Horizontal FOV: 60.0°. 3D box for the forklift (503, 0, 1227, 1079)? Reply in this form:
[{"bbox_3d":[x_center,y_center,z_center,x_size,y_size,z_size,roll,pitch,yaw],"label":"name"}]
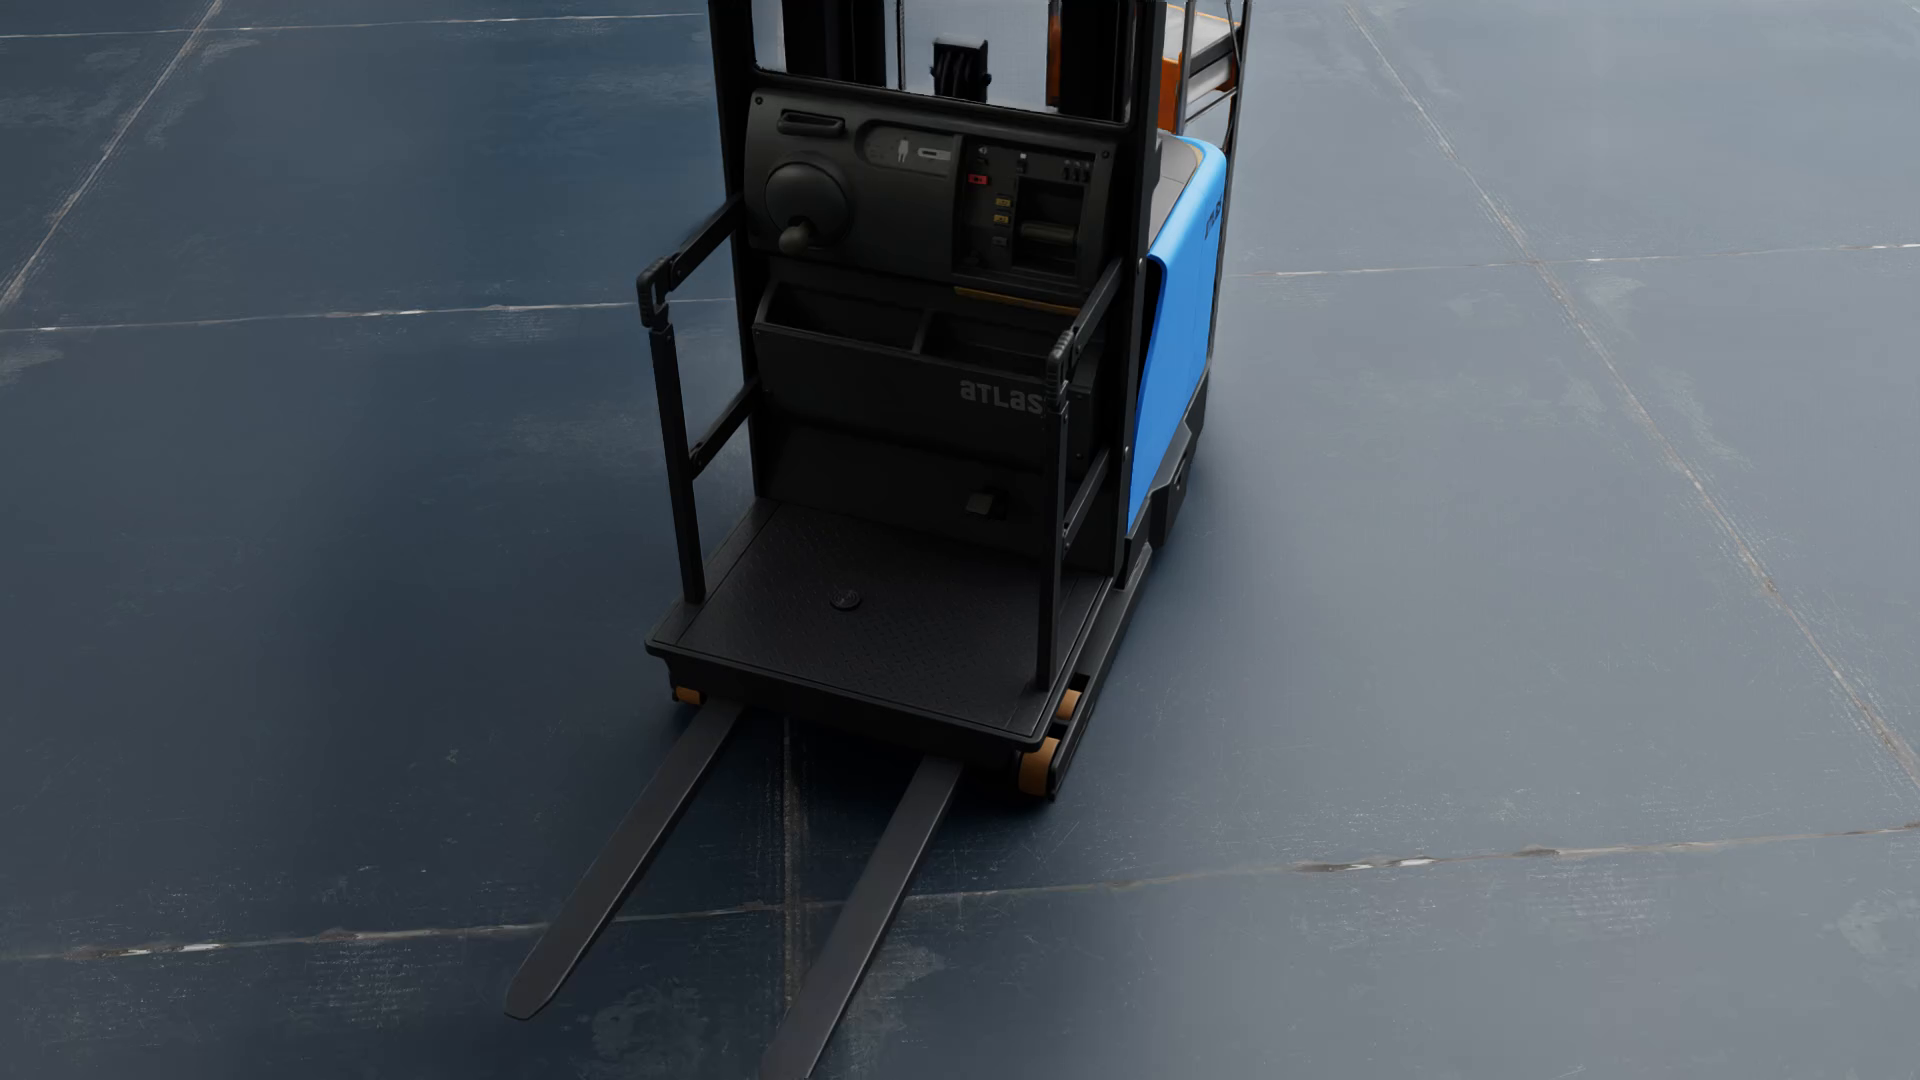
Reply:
[{"bbox_3d":[-0.158,-0.764,3.852,1.130,2.935,3.031,13,40,16],"label":"forklift"}]

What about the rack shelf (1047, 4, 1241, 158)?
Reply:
[{"bbox_3d":[0.601,-1.457,5.421,0.480,0.518,0.431,25,45,28],"label":"rack shelf"}]

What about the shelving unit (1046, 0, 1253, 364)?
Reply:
[{"bbox_3d":[0.601,-1.467,5.413,0.503,2.100,0.431,25,45,28],"label":"shelving unit"}]

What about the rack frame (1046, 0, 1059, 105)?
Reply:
[{"bbox_3d":[0.407,-1.559,5.528,0.015,2.100,0.400,25,45,28],"label":"rack frame"}]

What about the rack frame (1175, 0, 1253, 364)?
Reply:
[{"bbox_3d":[0.795,-1.375,5.297,0.015,2.100,0.400,25,45,28],"label":"rack frame"}]
